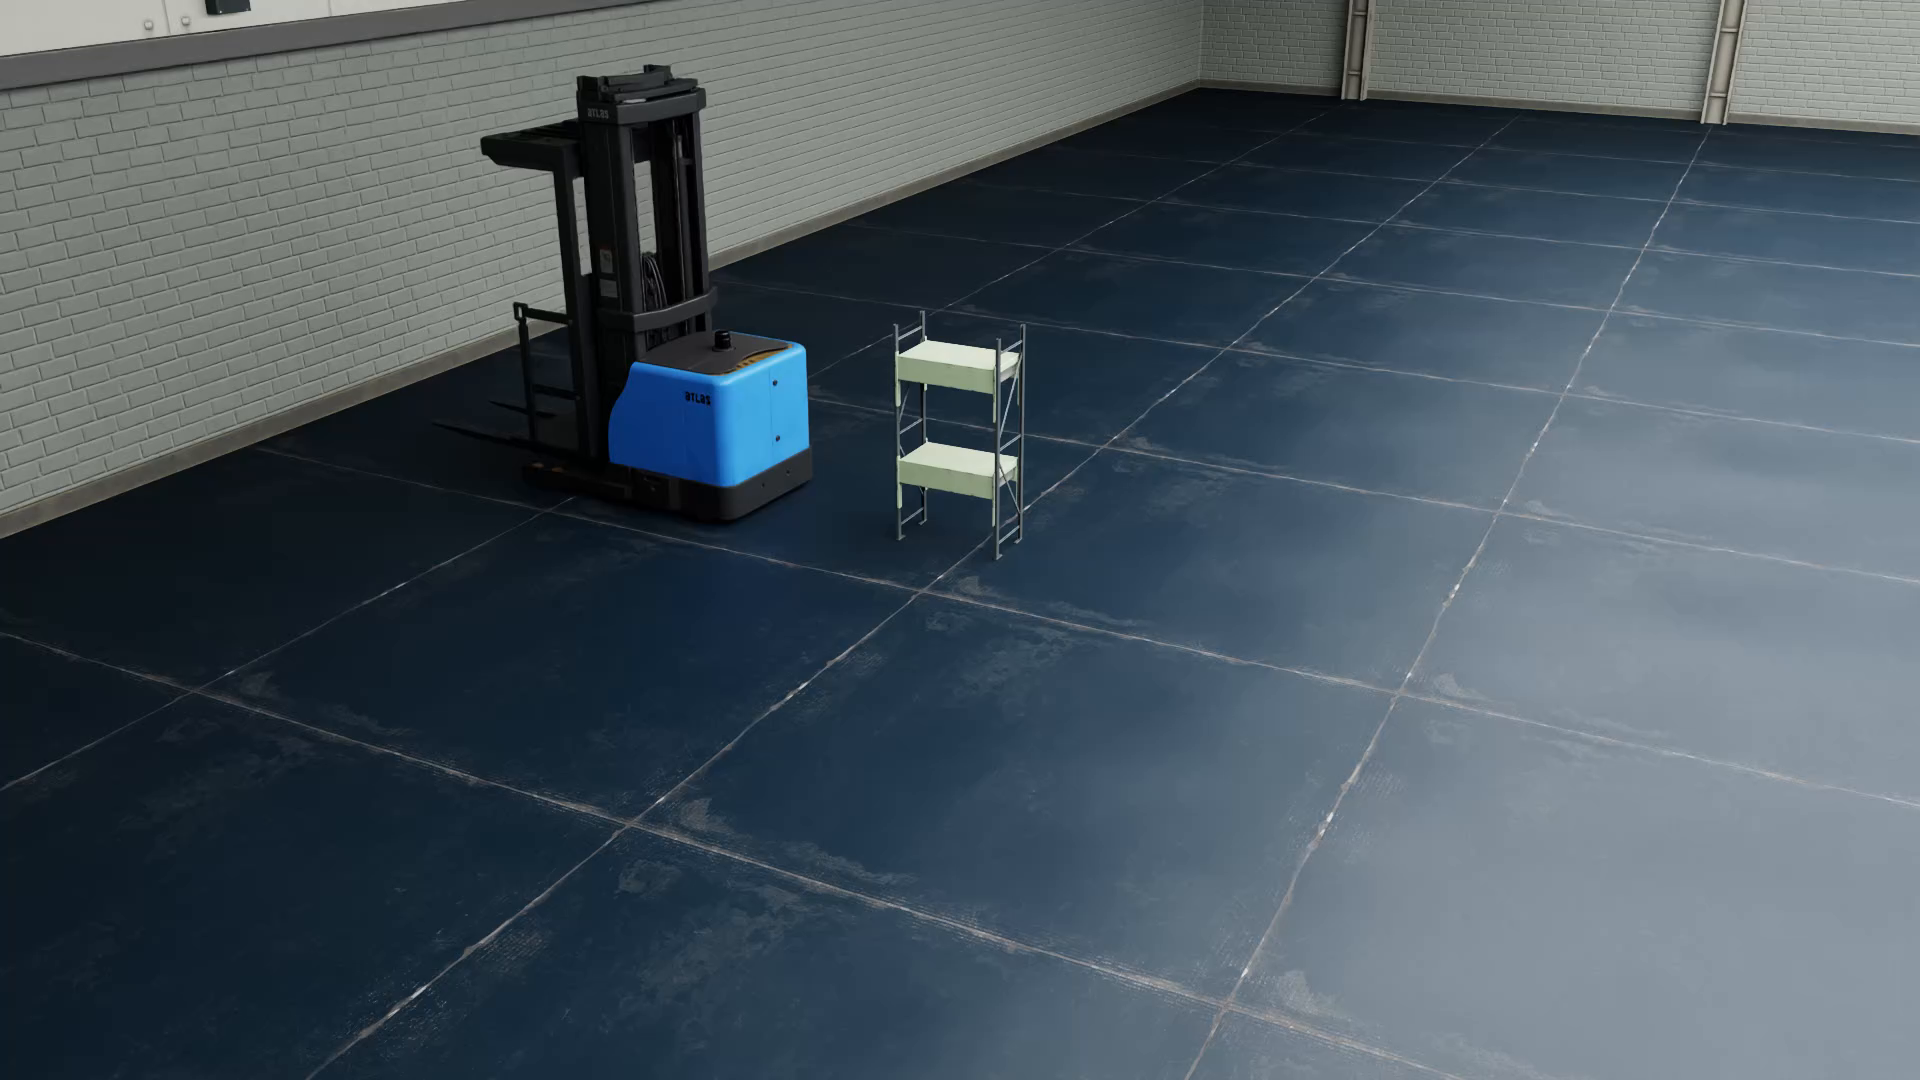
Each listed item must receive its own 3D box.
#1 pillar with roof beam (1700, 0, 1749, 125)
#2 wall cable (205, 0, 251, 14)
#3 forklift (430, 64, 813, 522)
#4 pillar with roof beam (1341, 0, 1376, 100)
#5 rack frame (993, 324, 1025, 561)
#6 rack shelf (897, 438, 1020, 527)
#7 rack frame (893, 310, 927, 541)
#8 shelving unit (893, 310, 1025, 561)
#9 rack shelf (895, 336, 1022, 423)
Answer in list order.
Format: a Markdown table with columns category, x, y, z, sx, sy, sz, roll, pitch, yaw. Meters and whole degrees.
| category | x | y | z | sx | sy | sz | roll | pitch | yaw |
| --- | --- | --- | --- | --- | --- | --- | --- | --- | --- |
| pillar with roof beam | 10.505 | -9.530 | 22.161 | 0.400 | 9.000 | 9.100 | 11 | 25 | 25 |
| wall cable | -4.855 | -6.951 | 11.752 | 0.169 | 6.003 | 2.305 | 11 | 25 | 25 |
| forklift | -2.612 | -1.876 | 11.915 | 3.031 | 2.935 | 1.130 | 13 | 26 | 27 |
| pillar with roof beam | 5.150 | -10.590 | 24.652 | 0.400 | 9.000 | 9.100 | 11 | 25 | 25 |
| rack frame | 0.321 | -0.627 | 10.807 | 0.023 | 1.500 | 0.400 | 11 | 25 | 25 |
| rack shelf | -0.006 | -0.391 | 11.087 | 0.720 | 0.370 | 0.431 | 11 | 25 | 25 |
| rack frame | -0.333 | -0.756 | 11.111 | 0.023 | 1.500 | 0.400 | 11 | 25 | 25 |
| shelving unit | -0.006 | -0.691 | 10.959 | 0.755 | 1.500 | 0.431 | 11 | 25 | 25 |
| rack shelf | -0.006 | -1.050 | 10.807 | 0.720 | 0.370 | 0.431 | 11 | 25 | 25 |
